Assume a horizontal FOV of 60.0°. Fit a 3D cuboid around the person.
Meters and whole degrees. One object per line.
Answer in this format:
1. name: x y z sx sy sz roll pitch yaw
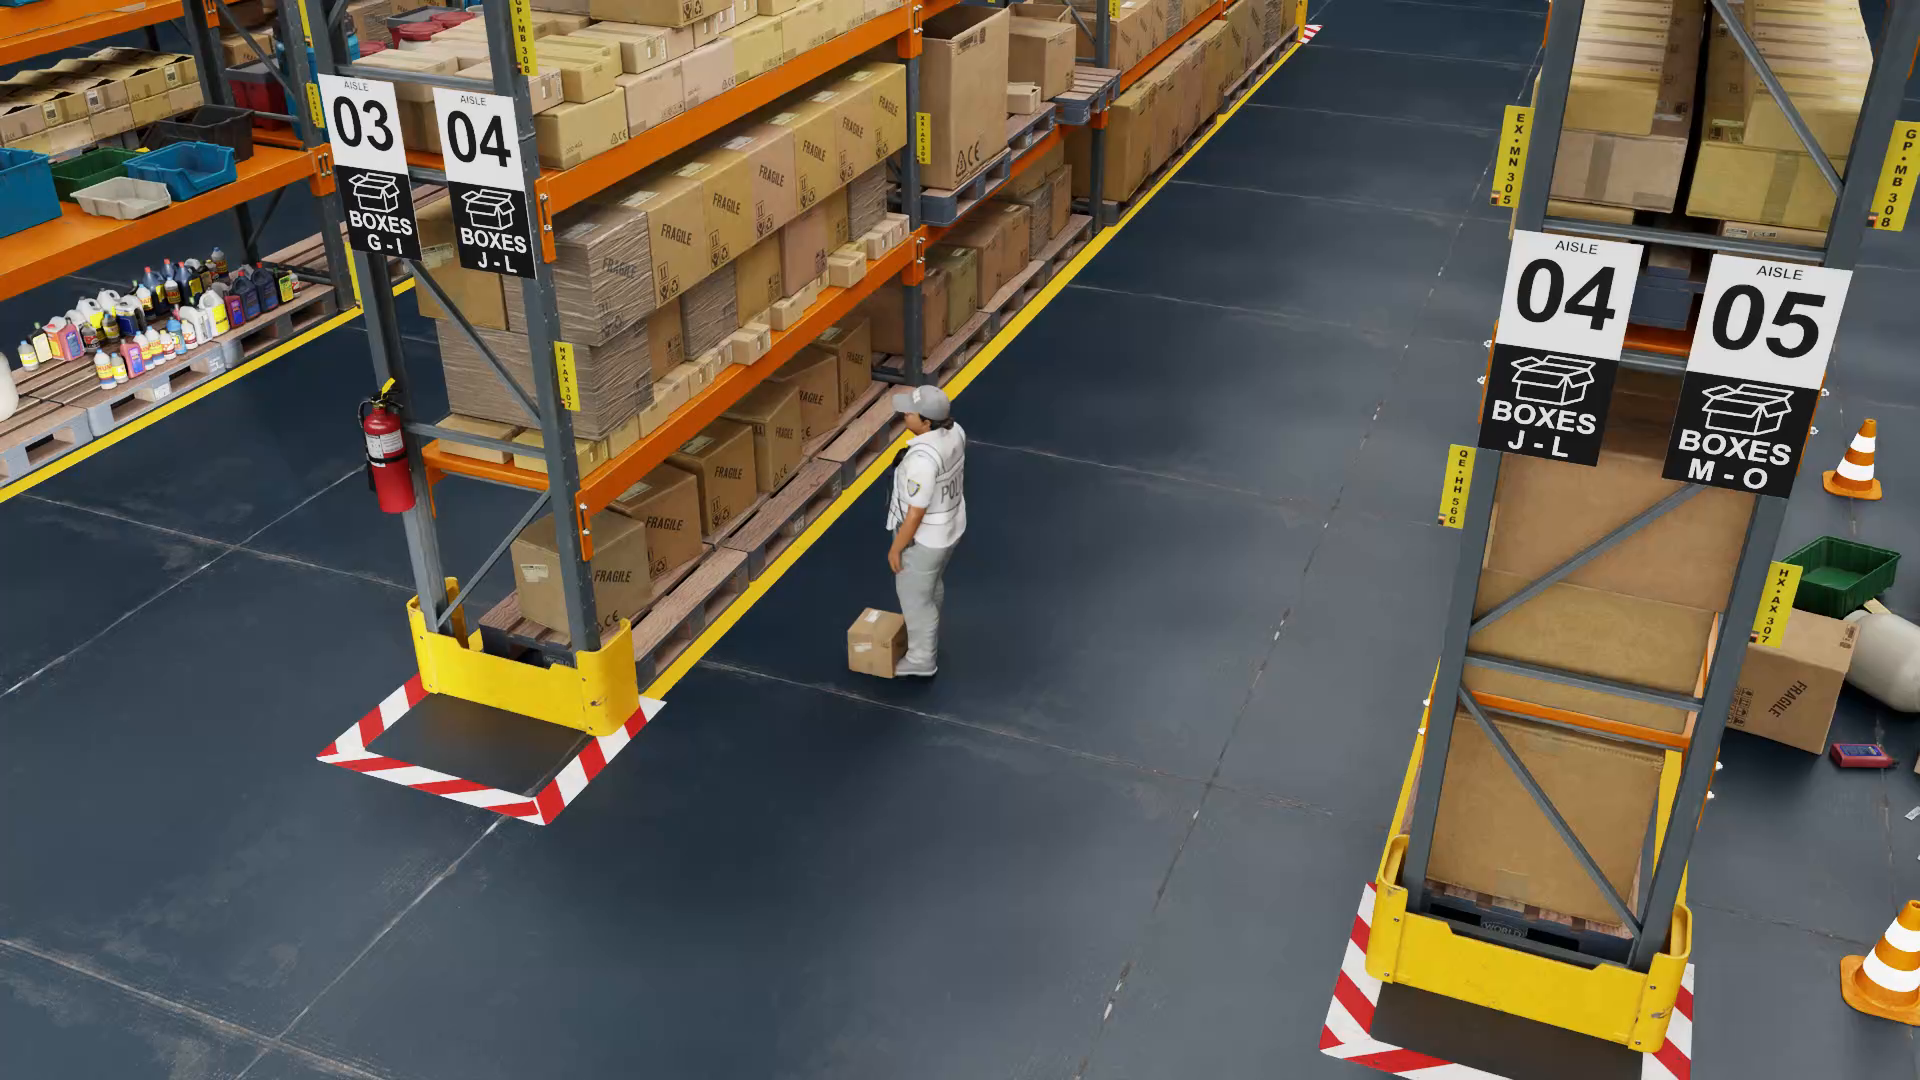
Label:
1. person: -0.242 -0.059 8.470 0.526 1.669 0.595 11 32 19
